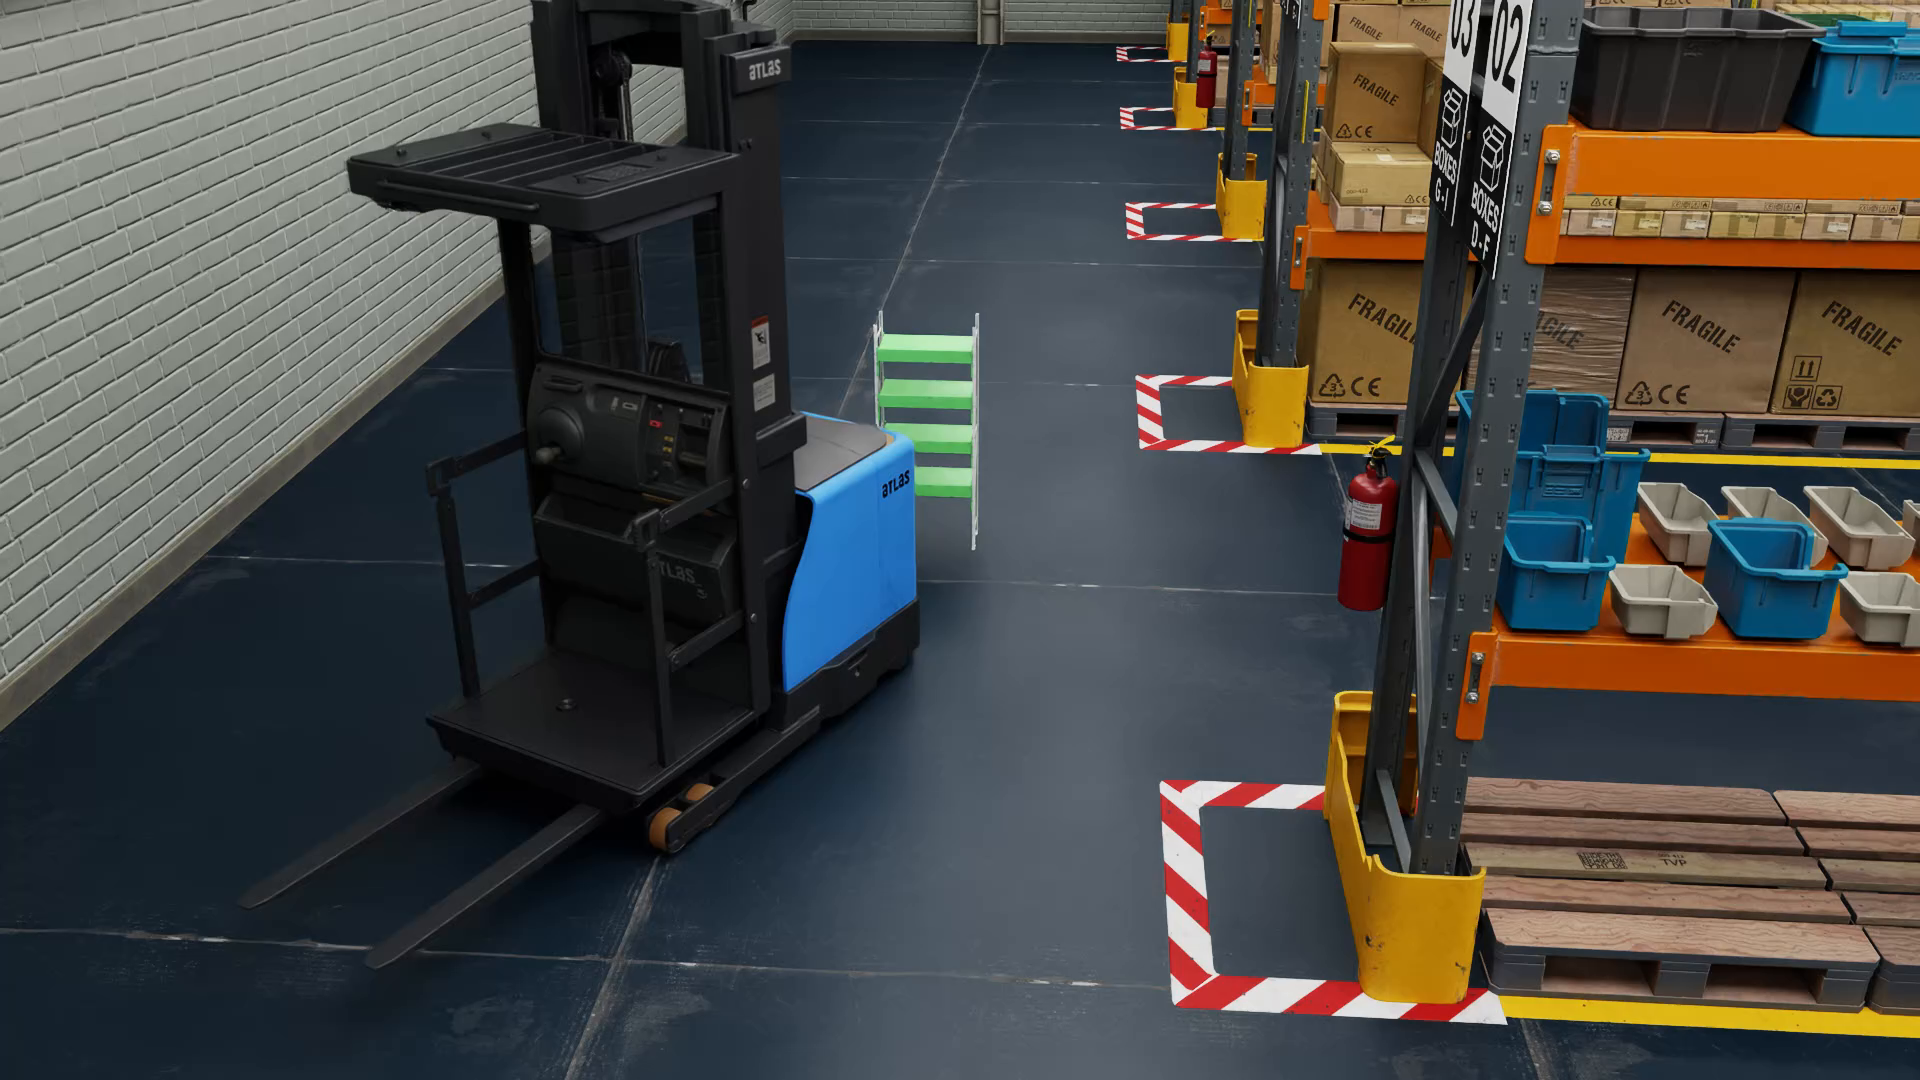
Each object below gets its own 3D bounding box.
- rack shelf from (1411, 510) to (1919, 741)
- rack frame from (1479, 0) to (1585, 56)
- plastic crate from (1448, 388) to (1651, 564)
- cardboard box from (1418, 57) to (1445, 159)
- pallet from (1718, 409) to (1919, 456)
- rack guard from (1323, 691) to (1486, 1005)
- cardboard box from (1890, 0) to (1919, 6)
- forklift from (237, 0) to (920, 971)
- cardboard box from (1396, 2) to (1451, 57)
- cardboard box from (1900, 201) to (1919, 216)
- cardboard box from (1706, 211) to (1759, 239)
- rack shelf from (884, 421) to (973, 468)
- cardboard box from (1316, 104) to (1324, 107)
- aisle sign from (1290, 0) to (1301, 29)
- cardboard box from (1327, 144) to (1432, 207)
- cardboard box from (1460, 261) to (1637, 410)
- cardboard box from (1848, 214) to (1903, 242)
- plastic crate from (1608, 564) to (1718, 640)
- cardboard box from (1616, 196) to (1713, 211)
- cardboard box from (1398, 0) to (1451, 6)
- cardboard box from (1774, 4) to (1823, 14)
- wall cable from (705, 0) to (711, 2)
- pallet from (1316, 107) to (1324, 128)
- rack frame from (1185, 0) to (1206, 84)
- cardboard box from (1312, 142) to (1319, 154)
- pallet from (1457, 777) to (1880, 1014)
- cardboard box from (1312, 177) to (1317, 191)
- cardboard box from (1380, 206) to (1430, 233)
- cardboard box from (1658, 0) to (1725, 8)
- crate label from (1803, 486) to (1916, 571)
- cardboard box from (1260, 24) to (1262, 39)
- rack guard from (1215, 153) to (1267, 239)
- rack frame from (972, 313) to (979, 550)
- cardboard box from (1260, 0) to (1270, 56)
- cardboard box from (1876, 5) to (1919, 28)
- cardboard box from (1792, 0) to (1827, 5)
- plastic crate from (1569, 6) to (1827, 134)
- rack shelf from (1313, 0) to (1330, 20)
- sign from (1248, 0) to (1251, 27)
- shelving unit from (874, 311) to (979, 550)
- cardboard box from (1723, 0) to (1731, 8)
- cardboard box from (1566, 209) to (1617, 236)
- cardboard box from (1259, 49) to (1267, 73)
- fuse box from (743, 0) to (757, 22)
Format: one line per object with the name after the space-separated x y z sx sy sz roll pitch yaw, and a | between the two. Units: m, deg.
3.561 0.298 5.375 4.000 0.370 1.077 2 25 4 | rack shelf
1.567 -2.818 4.109 0.127 3.000 1.000 2 25 4 | rack frame
1.915 -0.203 5.489 0.499 0.435 0.616 2 25 4 | plastic crate
2.902 -2.421 9.349 0.500 0.500 0.500 1 25 3 | cardboard box
5.182 -0.819 10.278 1.213 0.211 1.003 2 25 4 | pallet
1.542 1.047 5.876 0.348 0.500 1.175 2 25 4 | rack guard
7.862 -4.474 13.970 0.250 0.149 0.380 1 25 2 | cardboard box
-1.366 -0.384 6.077 1.130 2.935 3.031 14 28 28 | forklift
3.876 -4.245 13.911 0.500 0.500 0.500 2 25 5 | cardboard box
5.474 -2.001 9.334 0.500 0.250 0.500 1 25 3 | cardboard box
4.323 -1.829 9.438 0.250 0.149 0.380 1 25 3 | cardboard box
-0.165 -0.492 8.537 0.480 0.148 0.258 2 25 4 | rack shelf
4.283 -5.309 19.262 0.875 0.438 0.875 2 25 5 | cardboard box
1.851 -3.215 9.040 0.004 0.787 0.394 2 25 4 | aisle sign
2.404 -2.096 9.541 0.500 0.250 0.500 1 25 3 | cardboard box
3.497 -1.366 10.171 0.875 0.875 0.875 2 25 4 | cardboard box
5.092 -1.805 9.384 0.250 0.149 0.380 1 25 3 | cardboard box
2.101 0.190 4.993 0.298 0.136 0.250 2 25 4 | plastic crate
3.944 -2.050 9.441 0.500 0.250 0.500 1 25 3 | cardboard box
3.874 -4.692 13.686 0.500 0.500 0.500 1 25 3 | cardboard box
6.772 -4.236 13.453 0.250 0.149 0.380 3 25 7 | cardboard box
-2.920 -6.934 18.978 0.123 1.953 0.585 2 25 4 | wall cable
4.721 -4.988 19.337 1.213 0.211 1.003 2 25 4 | pallet
2.704 -6.288 18.826 0.127 3.000 1.000 2 25 4 | rack frame
3.220 -3.444 14.842 0.250 0.149 0.380 2 25 5 | cardboard box
2.386 1.216 5.854 1.213 0.211 1.003 2 25 4 | pallet
3.198 -3.096 14.442 0.250 0.149 0.380 2 25 4 | cardboard box
2.530 -1.887 9.562 0.250 0.149 0.380 1 25 3 | cardboard box
5.925 -4.630 13.553 0.500 0.500 0.500 1 25 2 | cardboard box
2.961 -0.036 5.483 0.243 0.136 0.396 2 25 4 | crate label
4.533 -7.309 23.534 0.500 0.500 0.700 3 25 6 | cardboard box
2.502 -3.083 14.852 0.348 0.500 1.175 2 25 4 | rack guard
0.078 -0.543 8.494 0.015 1.200 0.240 2 25 4 | rack frame
2.894 -4.495 14.454 0.500 0.500 0.500 2 25 5 | cardboard box
7.555 -4.211 13.400 0.250 0.149 0.380 2 25 3 | cardboard box
7.098 -4.500 14.028 0.250 0.149 0.380 1 25 2 | cardboard box
1.929 -1.268 4.484 0.590 0.269 0.497 2 25 4 | plastic crate
3.940 -3.129 9.234 4.000 0.370 1.077 2 25 4 | rack shelf
2.385 -4.388 13.663 0.005 0.325 0.100 2 25 4 | sign
-0.165 -0.550 8.511 0.503 1.200 0.258 2 25 4 | shelving unit
8.137 -5.928 18.225 0.500 0.250 0.500 2 25 4 | cardboard box
3.557 -1.854 9.491 0.250 0.149 0.380 2 25 3 | cardboard box
2.773 -4.214 14.621 0.250 0.149 0.380 2 25 4 | cardboard box
-2.613 -6.744 21.359 0.414 1.711 0.539 2 25 4 | fuse box
